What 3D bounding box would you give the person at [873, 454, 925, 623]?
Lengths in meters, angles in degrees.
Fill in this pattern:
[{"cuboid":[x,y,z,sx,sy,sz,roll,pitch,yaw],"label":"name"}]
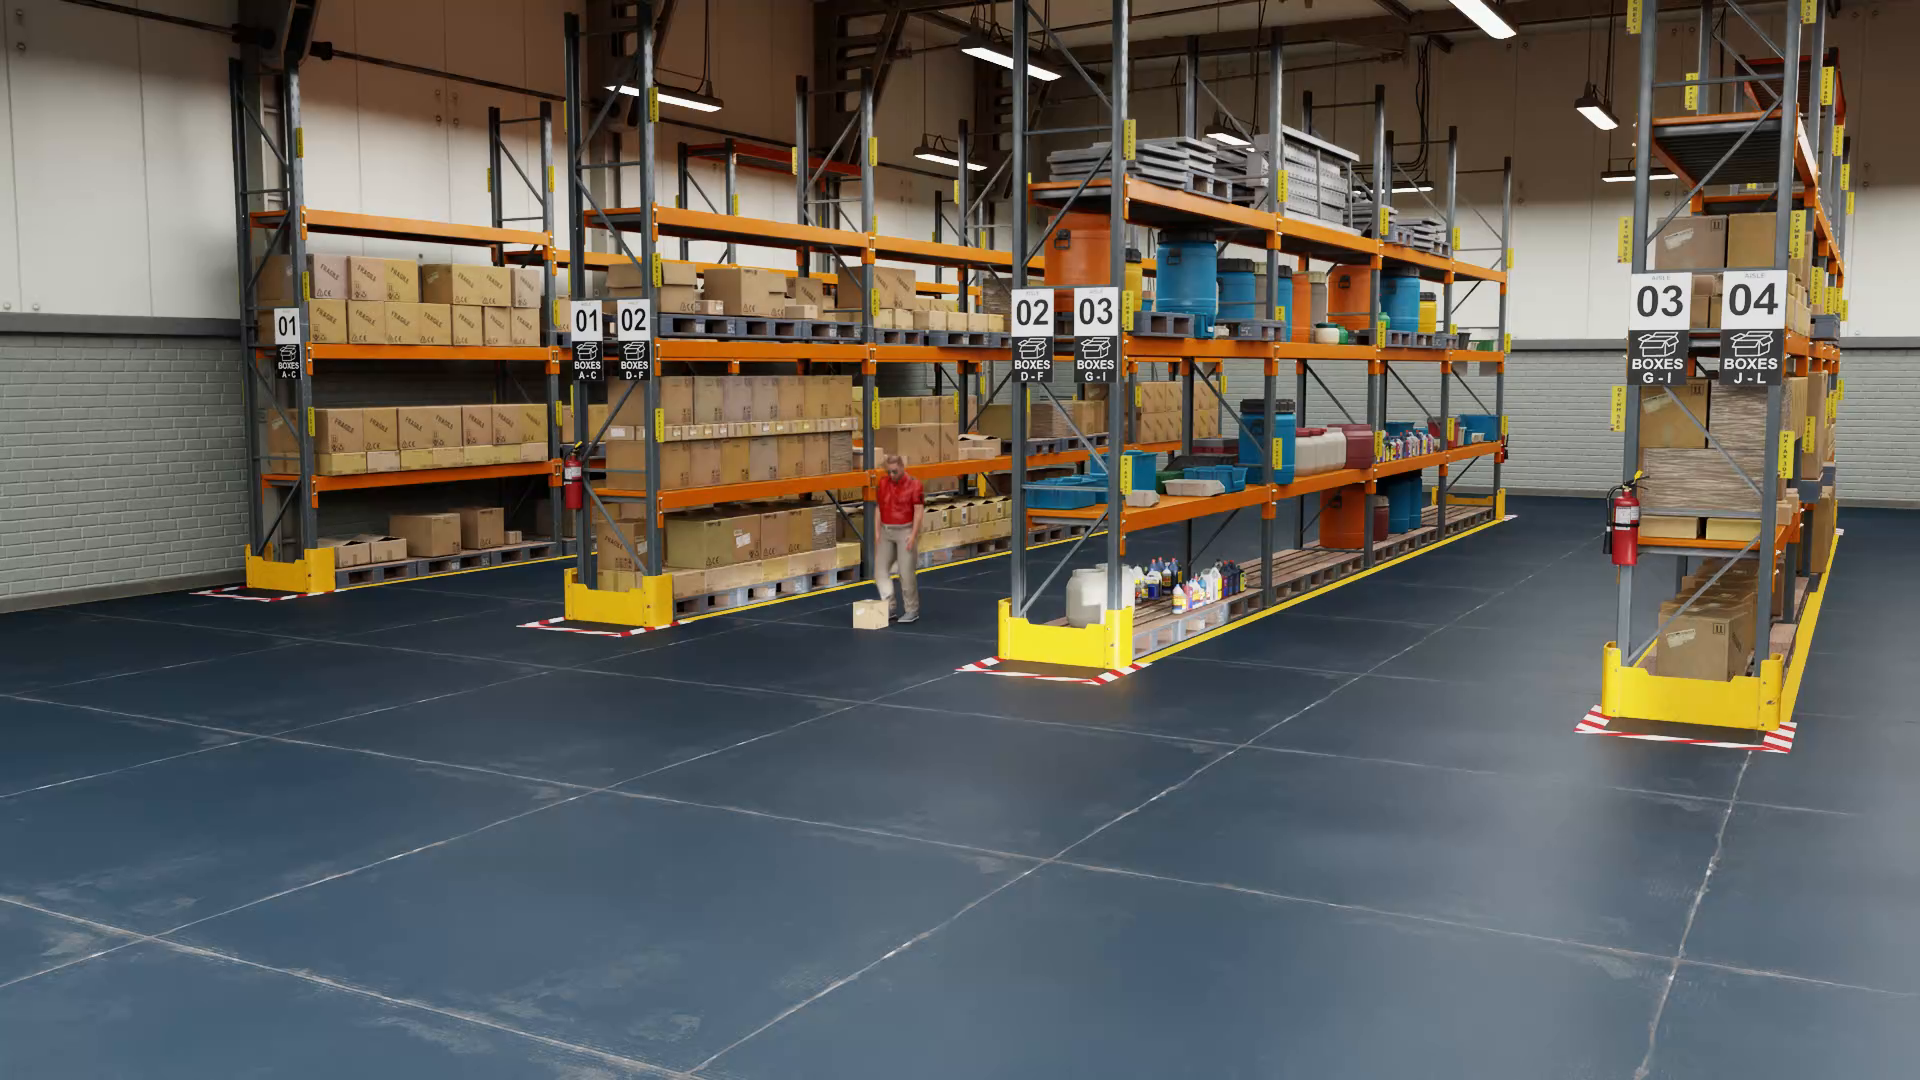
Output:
[{"cuboid":[-0.607,-0.020,16.686,0.553,1.684,0.410,3,7,30],"label":"person"}]
